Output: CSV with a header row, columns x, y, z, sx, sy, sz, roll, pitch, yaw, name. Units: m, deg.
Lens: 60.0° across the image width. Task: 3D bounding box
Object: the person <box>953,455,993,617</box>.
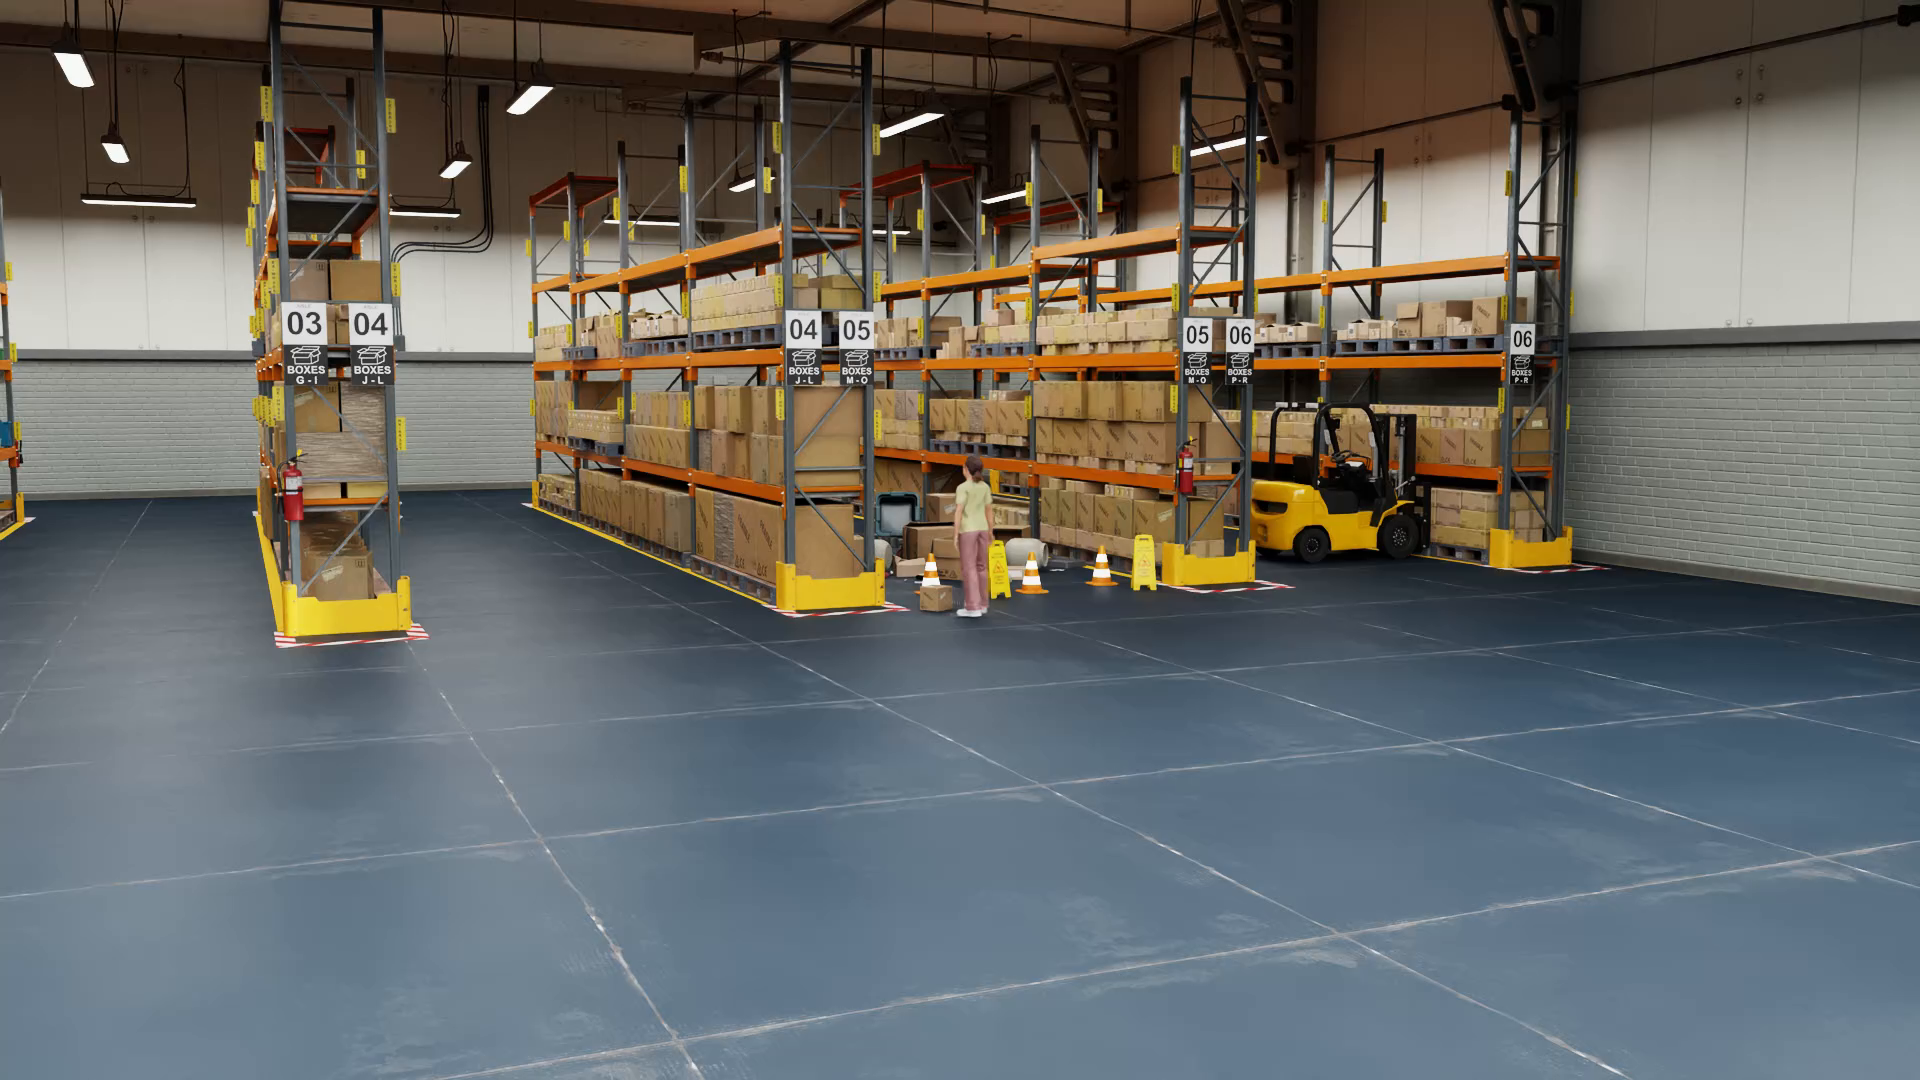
x,y,z,sx,sy,sz,roll,pitch,yaw,name
0.092,-0.047,17.308,0.511,1.670,0.457,-4,7,-39,person
